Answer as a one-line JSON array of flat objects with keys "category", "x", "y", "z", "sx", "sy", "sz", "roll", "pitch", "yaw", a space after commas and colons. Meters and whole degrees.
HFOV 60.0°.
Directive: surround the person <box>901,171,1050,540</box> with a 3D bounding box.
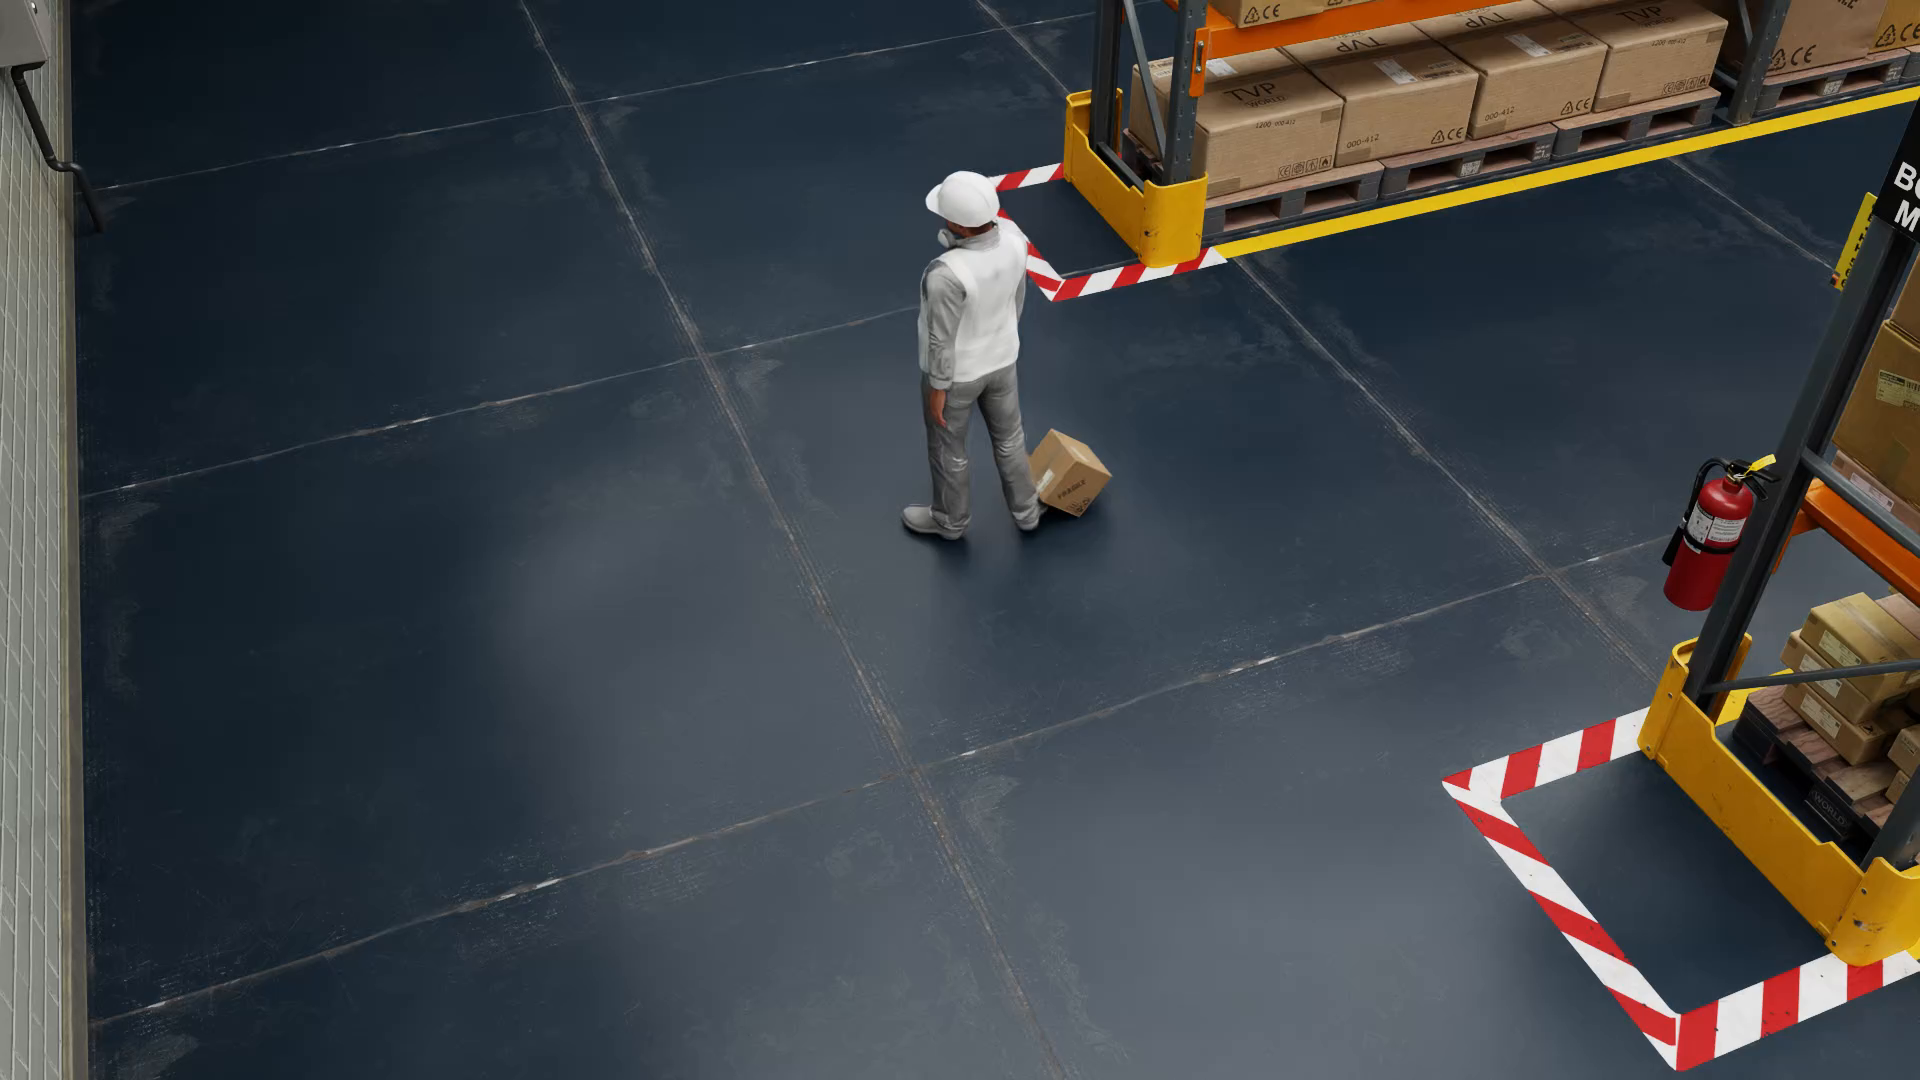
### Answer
[{"category": "person", "x": 0.104, "y": -0.763, "z": 6.986, "sx": 0.652, "sy": 1.771, "sz": 0.459, "roll": -28, "pitch": 49, "yaw": -28}]
